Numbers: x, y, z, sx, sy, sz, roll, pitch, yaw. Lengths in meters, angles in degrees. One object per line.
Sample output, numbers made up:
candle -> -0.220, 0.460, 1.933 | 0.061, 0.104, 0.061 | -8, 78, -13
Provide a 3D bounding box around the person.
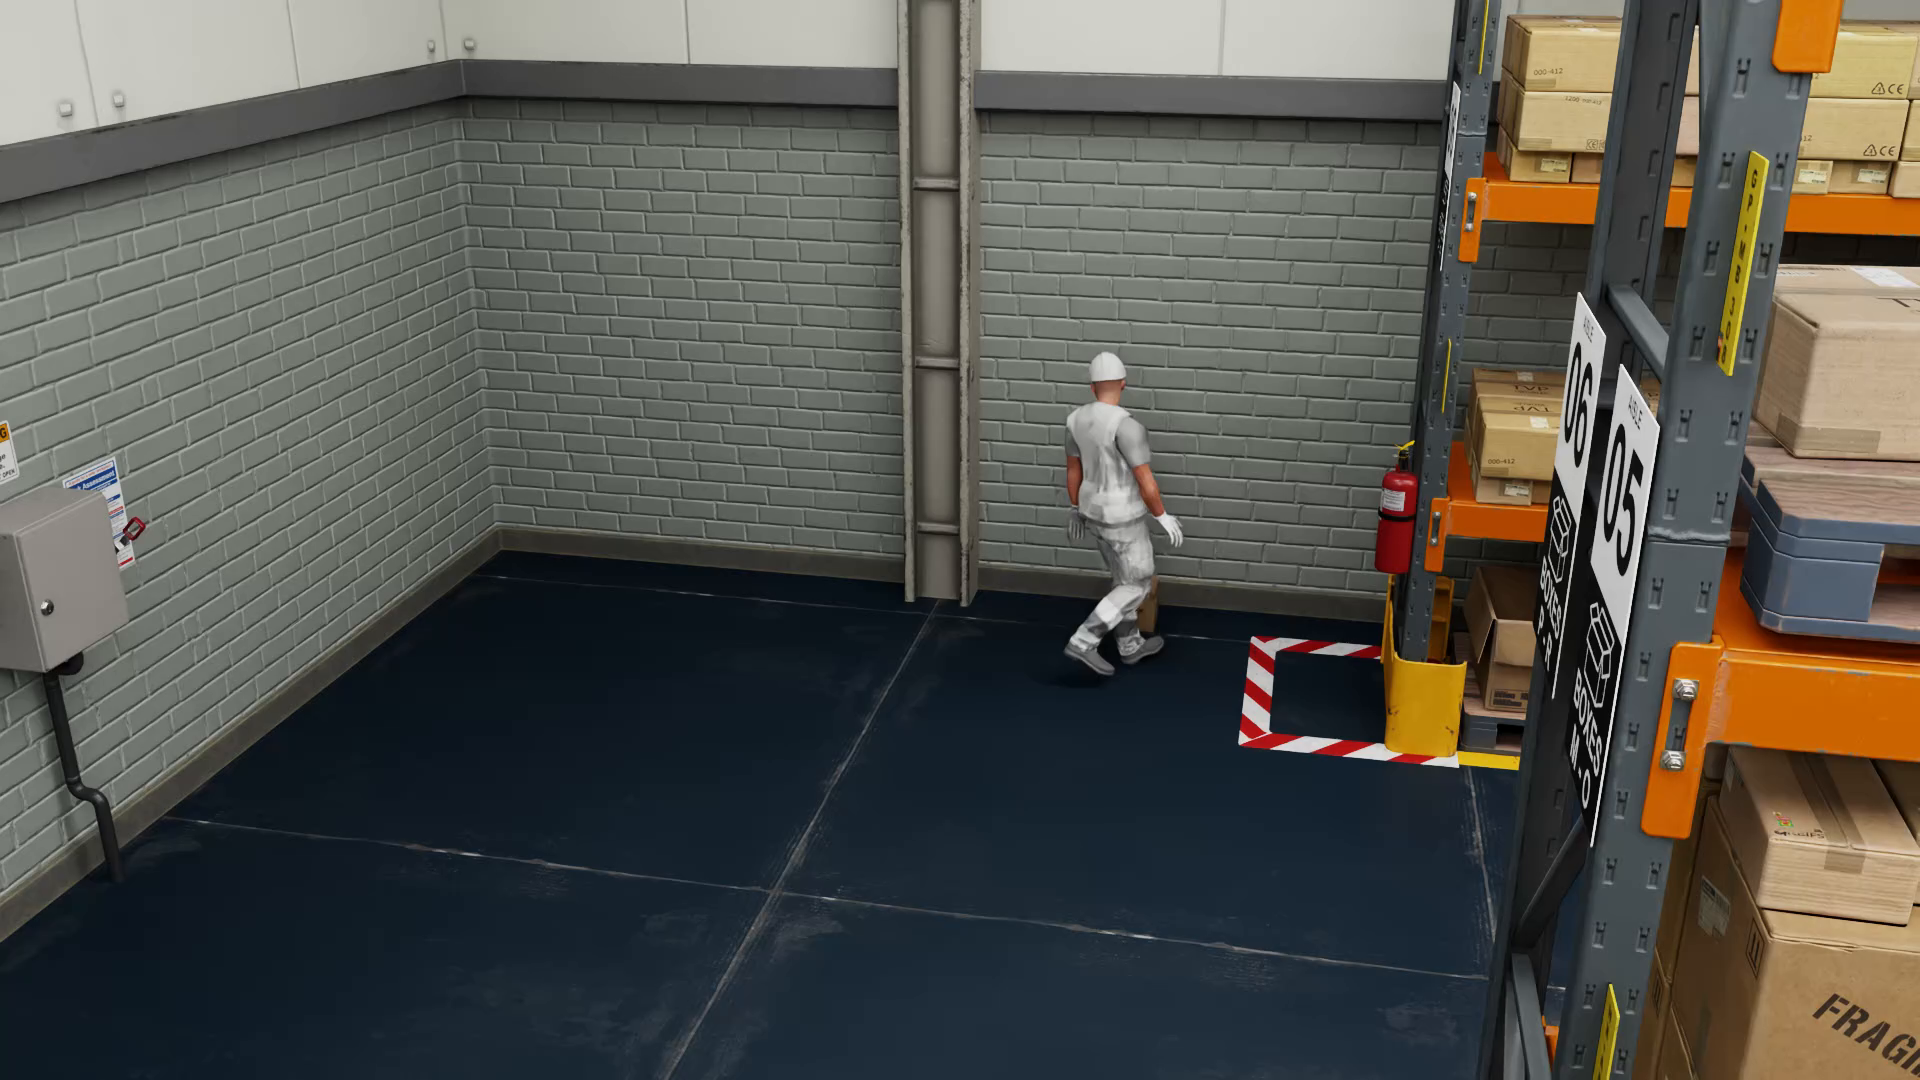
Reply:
person -> 0.859, -0.089, 8.864 | 0.741, 1.732, 0.666 | -14, 25, -32
